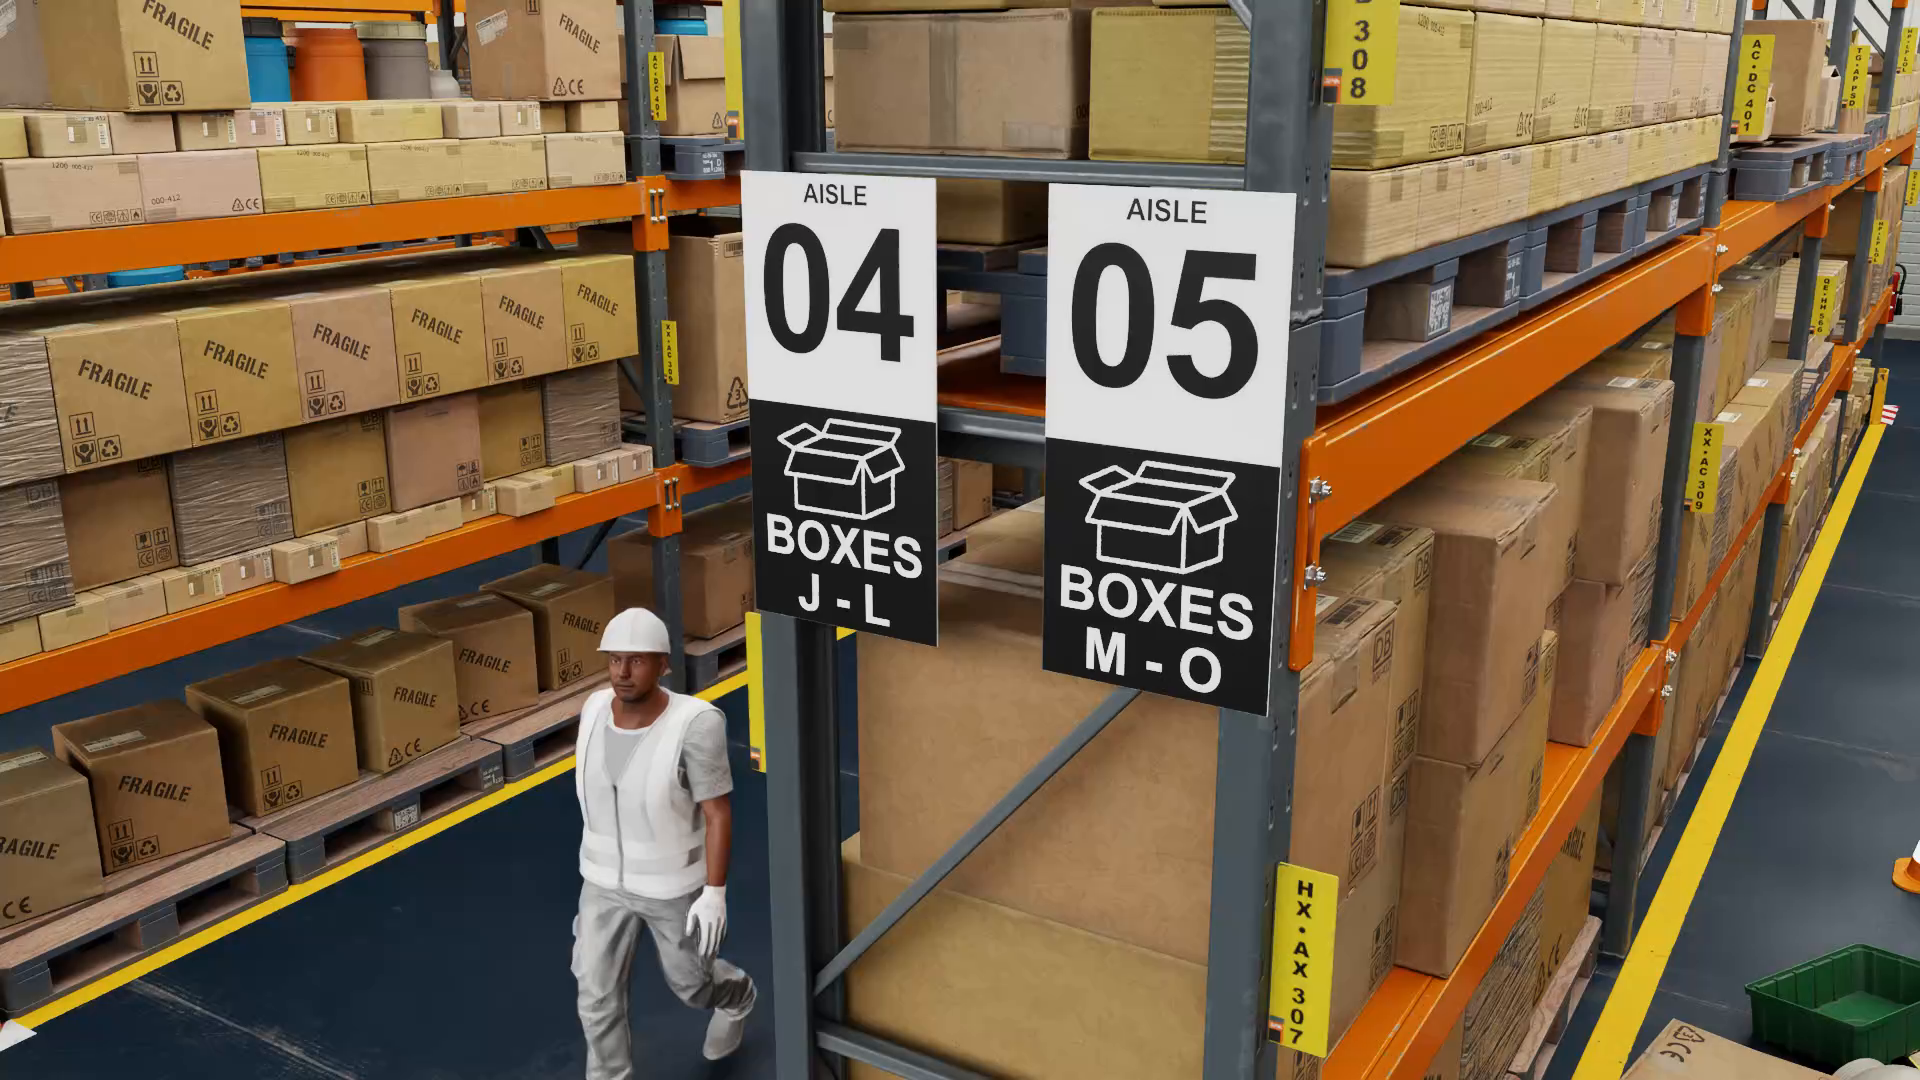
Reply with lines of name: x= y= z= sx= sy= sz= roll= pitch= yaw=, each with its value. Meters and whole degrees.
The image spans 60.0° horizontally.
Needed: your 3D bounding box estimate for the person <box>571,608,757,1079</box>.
person: x=-0.959 y=1.062 z=5.289 sx=0.587 sy=1.754 sz=0.972 roll=5 pitch=17 yaw=17
